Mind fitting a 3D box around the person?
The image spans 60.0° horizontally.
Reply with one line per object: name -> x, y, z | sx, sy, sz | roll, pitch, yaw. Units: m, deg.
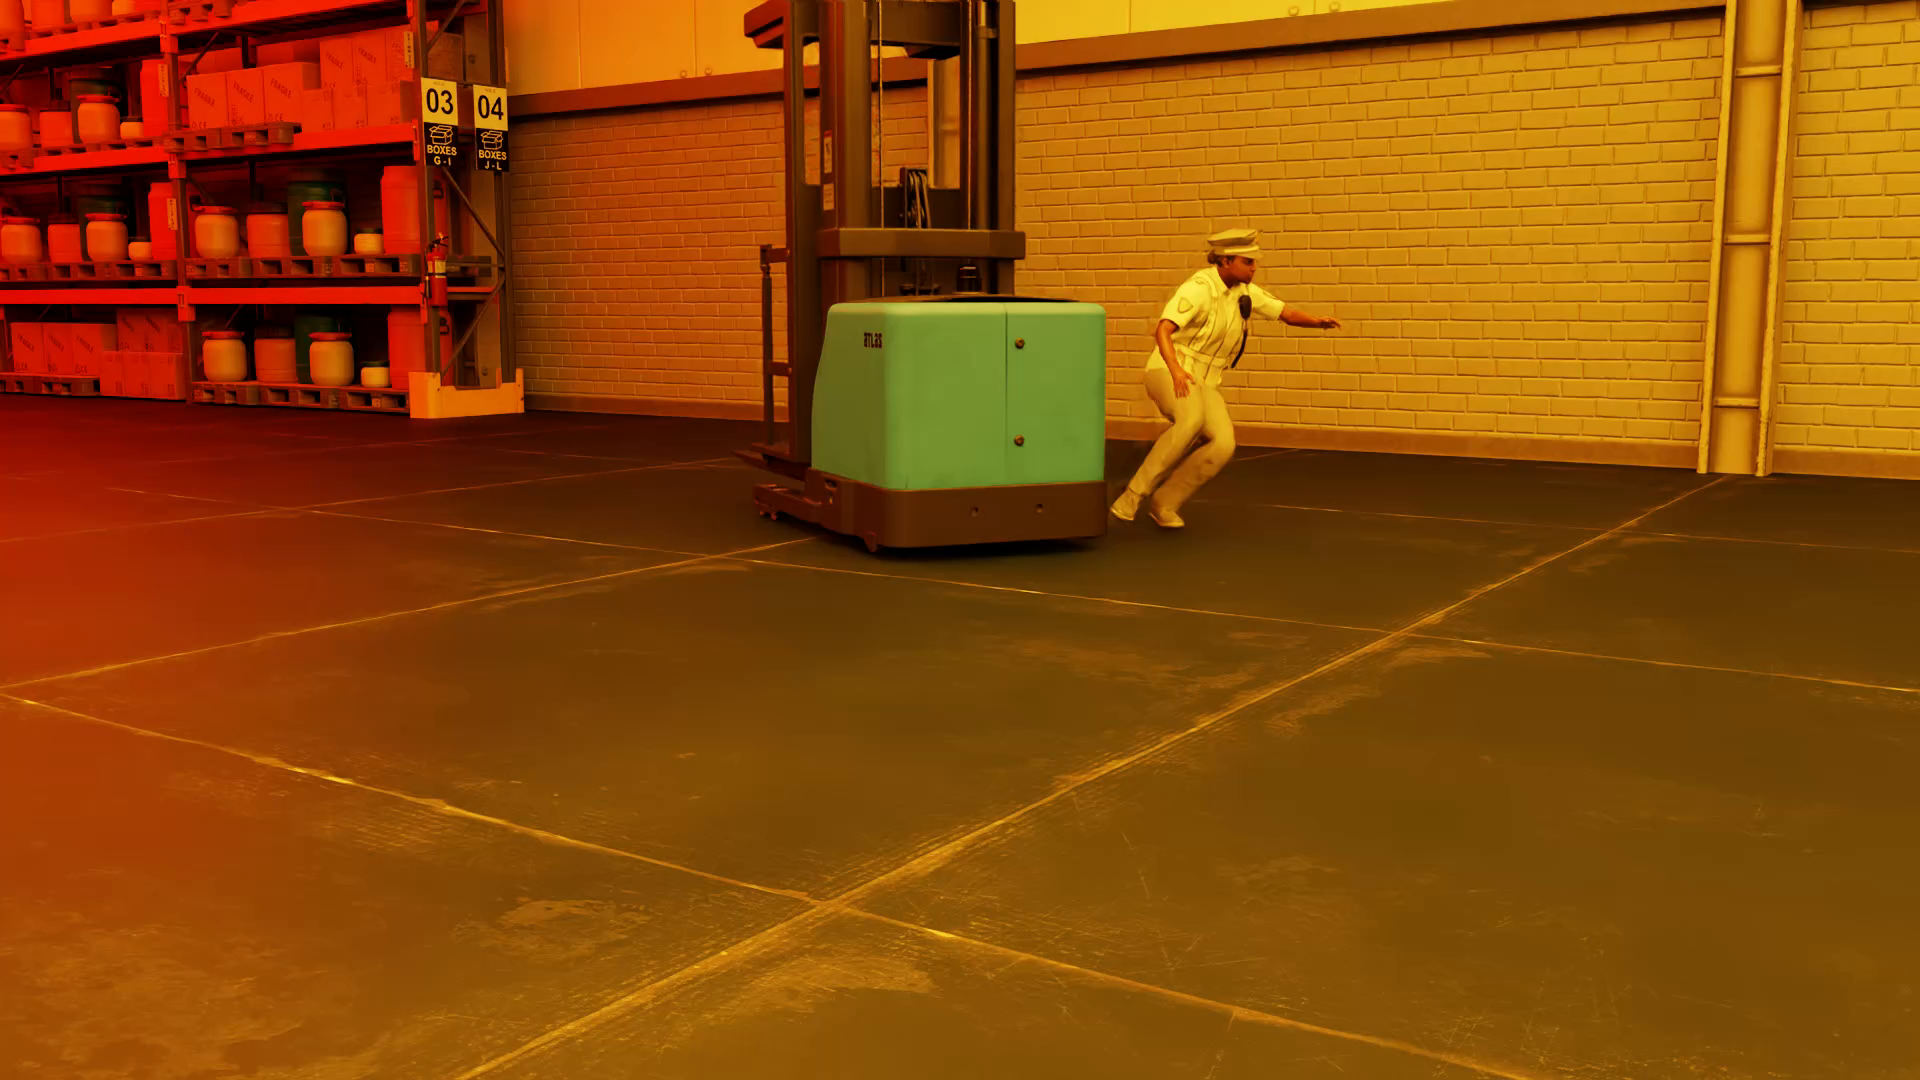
person -> 1.174, -0.740, 7.727 | 1.095, 1.397, 0.895 | -8, 11, -44

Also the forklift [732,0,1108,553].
forklift -> -0.405, -1.567, 8.211 | 1.130, 2.935, 3.031 | -4, 9, -23
